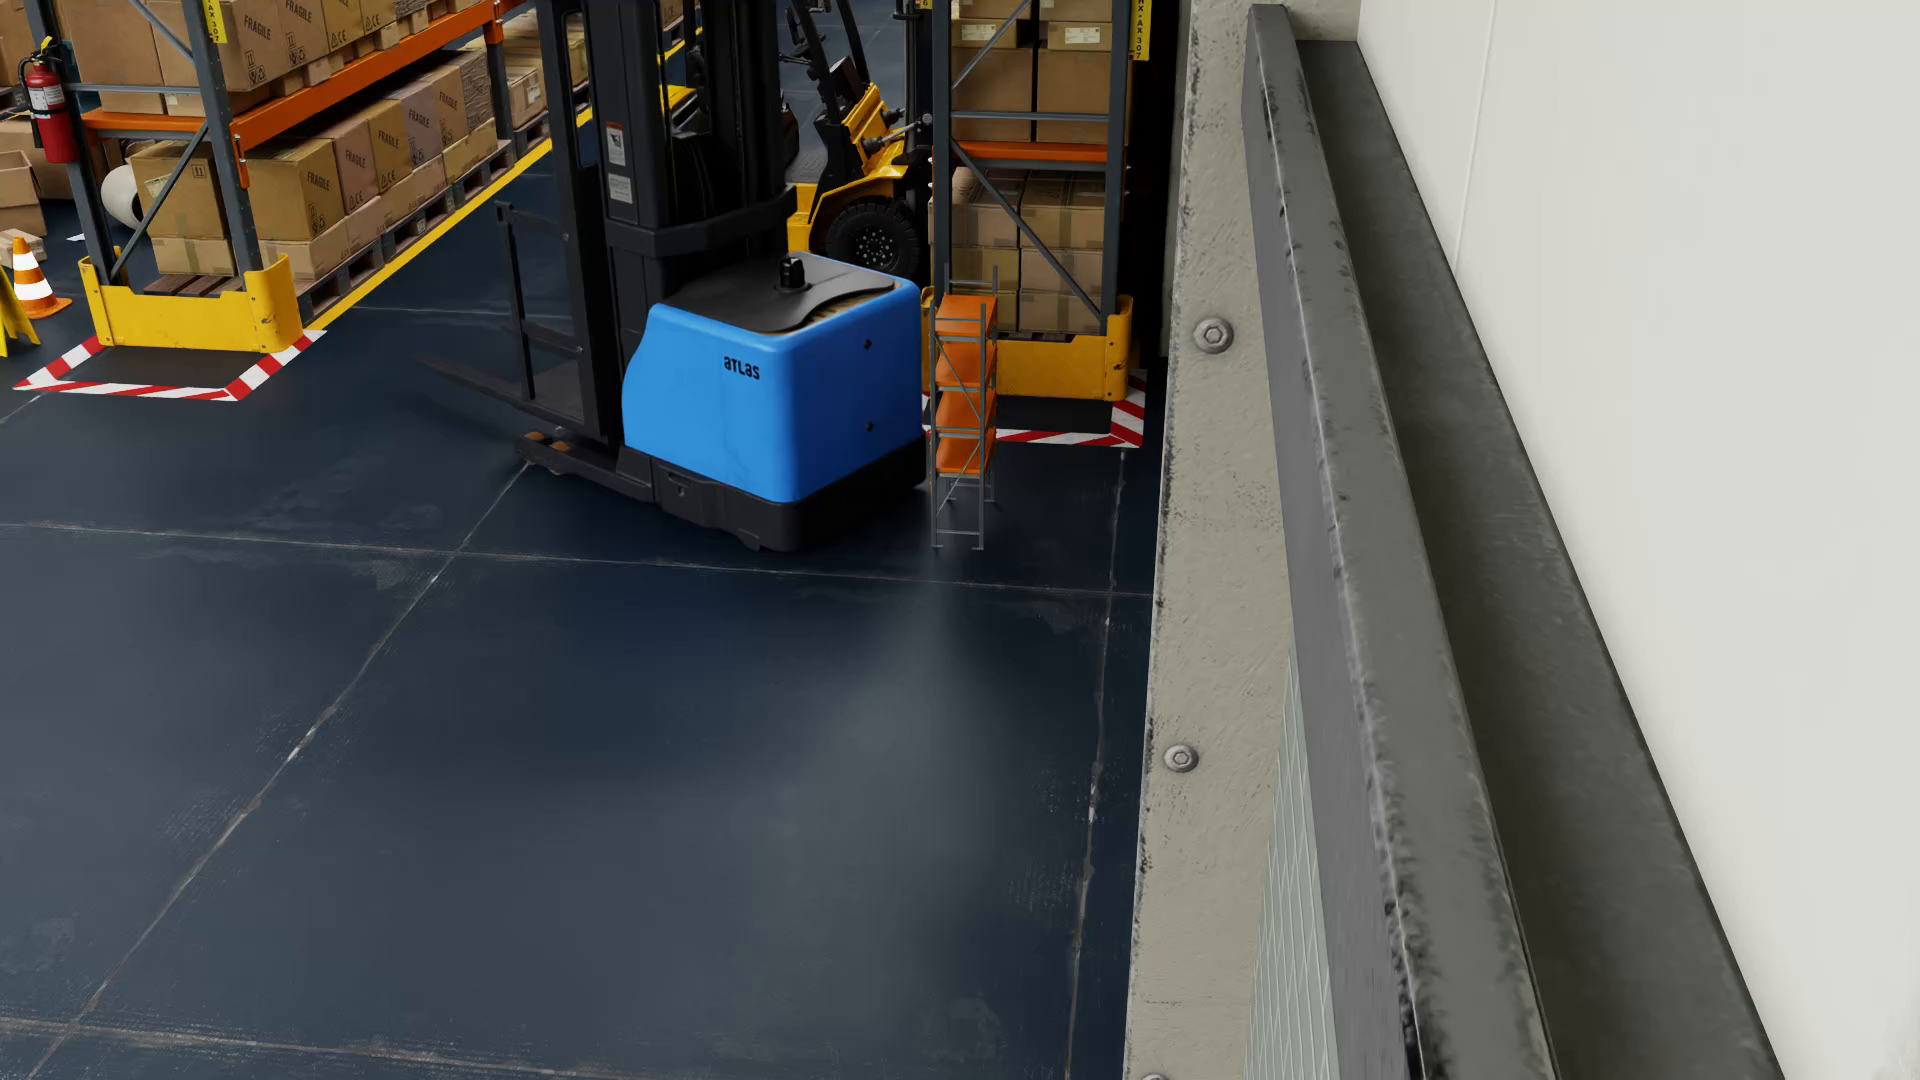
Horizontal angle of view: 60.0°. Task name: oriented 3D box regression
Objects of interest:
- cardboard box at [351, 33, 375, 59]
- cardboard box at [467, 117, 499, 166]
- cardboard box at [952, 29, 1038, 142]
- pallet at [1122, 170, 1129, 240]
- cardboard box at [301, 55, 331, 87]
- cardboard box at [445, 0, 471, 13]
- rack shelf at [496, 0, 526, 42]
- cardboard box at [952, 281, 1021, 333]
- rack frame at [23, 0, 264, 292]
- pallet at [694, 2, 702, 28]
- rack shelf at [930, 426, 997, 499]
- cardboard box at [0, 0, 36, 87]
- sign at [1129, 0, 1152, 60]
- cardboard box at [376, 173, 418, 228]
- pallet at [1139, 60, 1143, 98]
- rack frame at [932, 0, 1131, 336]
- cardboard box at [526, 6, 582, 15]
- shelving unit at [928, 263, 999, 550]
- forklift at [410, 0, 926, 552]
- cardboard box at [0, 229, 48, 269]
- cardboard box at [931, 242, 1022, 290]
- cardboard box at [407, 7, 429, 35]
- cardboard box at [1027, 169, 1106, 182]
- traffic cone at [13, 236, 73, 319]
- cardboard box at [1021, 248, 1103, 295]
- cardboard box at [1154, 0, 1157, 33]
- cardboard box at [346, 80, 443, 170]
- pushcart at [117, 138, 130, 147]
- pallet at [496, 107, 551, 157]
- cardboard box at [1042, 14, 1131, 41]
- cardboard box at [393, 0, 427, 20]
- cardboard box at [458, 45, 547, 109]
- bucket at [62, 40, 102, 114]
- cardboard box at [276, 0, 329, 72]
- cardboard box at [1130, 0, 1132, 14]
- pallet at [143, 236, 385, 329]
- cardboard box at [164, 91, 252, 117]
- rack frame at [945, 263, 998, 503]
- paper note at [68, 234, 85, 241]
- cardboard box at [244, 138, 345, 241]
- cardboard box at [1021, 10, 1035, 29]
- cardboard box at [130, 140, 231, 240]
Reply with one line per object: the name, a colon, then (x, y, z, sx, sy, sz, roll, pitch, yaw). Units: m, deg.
cardboard box: (-4.080, -3.263, 10.909, 0.380, 0.149, 0.250, 3, 28, 5)
cardboard box: (-3.882, -3.059, 12.721, 0.500, 0.250, 0.500, 5, 29, 9)
cardboard box: (0.160, -2.499, 9.121, 0.500, 0.500, 0.500, 3, 28, 5)
pallet: (0.712, -2.492, 12.153, 1.003, 0.211, 1.213, 3, 28, 6)
cardboard box: (-4.112, -2.889, 10.215, 0.380, 0.149, 0.250, 4, 29, 7)
cardboard box: (-3.837, -3.981, 12.241, 0.380, 0.149, 0.250, 4, 29, 7)
rack shelf: (-3.831, -5.003, 14.632, 1.077, 0.370, 4.000, 3, 28, 6)
cardboard box: (0.105, -1.422, 9.684, 0.500, 0.250, 0.500, 4, 29, 7)
rack frame: (-4.566, -2.495, 9.219, 1.000, 3.000, 0.127, 3, 28, 6)
pallet: (-3.262, -5.973, 18.614, 1.003, 0.211, 1.213, 3, 28, 6)
rack shelf: (0.020, -0.372, 7.736, 0.258, 0.148, 0.480, 3, 28, 6)
cardboard box: (-8.892, -4.564, 14.988, 1.050, 0.750, 0.750, 3, 28, 6)
sign: (0.911, -2.589, 8.398, 0.100, 0.325, 0.005, 3, 28, 6)
cardboard box: (-4.068, -2.331, 11.370, 0.500, 0.250, 0.500, 5, 29, 10)
pallet: (1.201, -4.361, 15.623, 1.003, 0.211, 1.213, 3, 28, 6)
rack frame: (0.361, -2.209, 8.687, 1.000, 3.000, 0.127, 3, 28, 6)
cardboard box: (-3.665, -5.024, 16.240, 0.950, 0.372, 0.625, 1, 28, 3)
shelving unit: (0.020, -0.606, 7.610, 0.258, 1.200, 0.503, 3, 28, 6)
forklift: (-1.638, -1.792, 7.986, 3.031, 2.935, 1.130, 20, 34, 33)
cardboard box: (-6.410, -1.974, 11.258, 0.380, 0.149, 0.250, 20, 34, 32)
cardboard box: (0.110, -1.650, 9.580, 0.500, 0.250, 0.500, 3, 28, 6)
cardboard box: (-3.934, -3.620, 11.572, 0.380, 0.149, 0.250, 3, 28, 5)
cardboard box: (0.665, -2.074, 9.839, 0.500, 0.250, 0.500, 3, 28, 6)
traffic cone: (-5.794, -1.656, 10.336, 0.336, 0.463, 0.334, 3, 28, 6)
cardboard box: (0.624, -1.612, 9.509, 0.500, 0.250, 0.500, 4, 29, 7)
cardboard box: (1.750, -5.471, 16.935, 0.500, 0.500, 0.500, 3, 29, 6)
cardboard box: (-4.004, -2.909, 11.652, 0.500, 0.500, 0.500, 5, 29, 9)
pushcart: (-6.345, -3.333, 13.538, 1.648, 0.377, 0.936, -6, 29, -11)
pallet: (-3.982, -3.517, 14.056, 1.003, 0.211, 1.213, 3, 28, 6)
cardboard box: (0.739, -2.716, 9.524, 0.500, 0.500, 0.500, 4, 29, 8)
cardboard box: (-3.999, -3.842, 11.300, 0.500, 0.500, 0.500, 4, 29, 8)
cardboard box: (-3.929, -3.992, 14.325, 0.950, 0.372, 0.625, 5, 29, 9)
bucket: (-6.730, -3.648, 13.208, 0.726, 0.611, 0.620, 14, 21, 24)
cardboard box: (-4.172, -3.121, 9.962, 0.500, 0.500, 0.500, 4, 29, 8)
cardboard box: (0.858, -3.157, 9.658, 0.380, 0.149, 0.250, 4, 29, 7)
pallet: (-4.422, -1.684, 10.653, 1.003, 0.211, 1.213, 3, 28, 6)
cardboard box: (-4.319, -2.533, 9.553, 0.380, 0.149, 0.250, 3, 29, 6)
rack frame: (0.050, -0.721, 7.823, 0.240, 1.200, 0.015, 3, 28, 6)
paper note: (-6.173, -2.135, 11.693, 0.148, 0.019, 0.142, 14, 31, 24)
cardboard box: (-4.190, -2.175, 10.289, 0.500, 0.500, 0.500, 2, 28, 4)
cardboard box: (0.220, -2.958, 9.289, 0.380, 0.149, 0.250, 4, 29, 7)
cardboard box: (-4.727, -2.192, 10.322, 0.500, 0.500, 0.500, 4, 29, 7)
